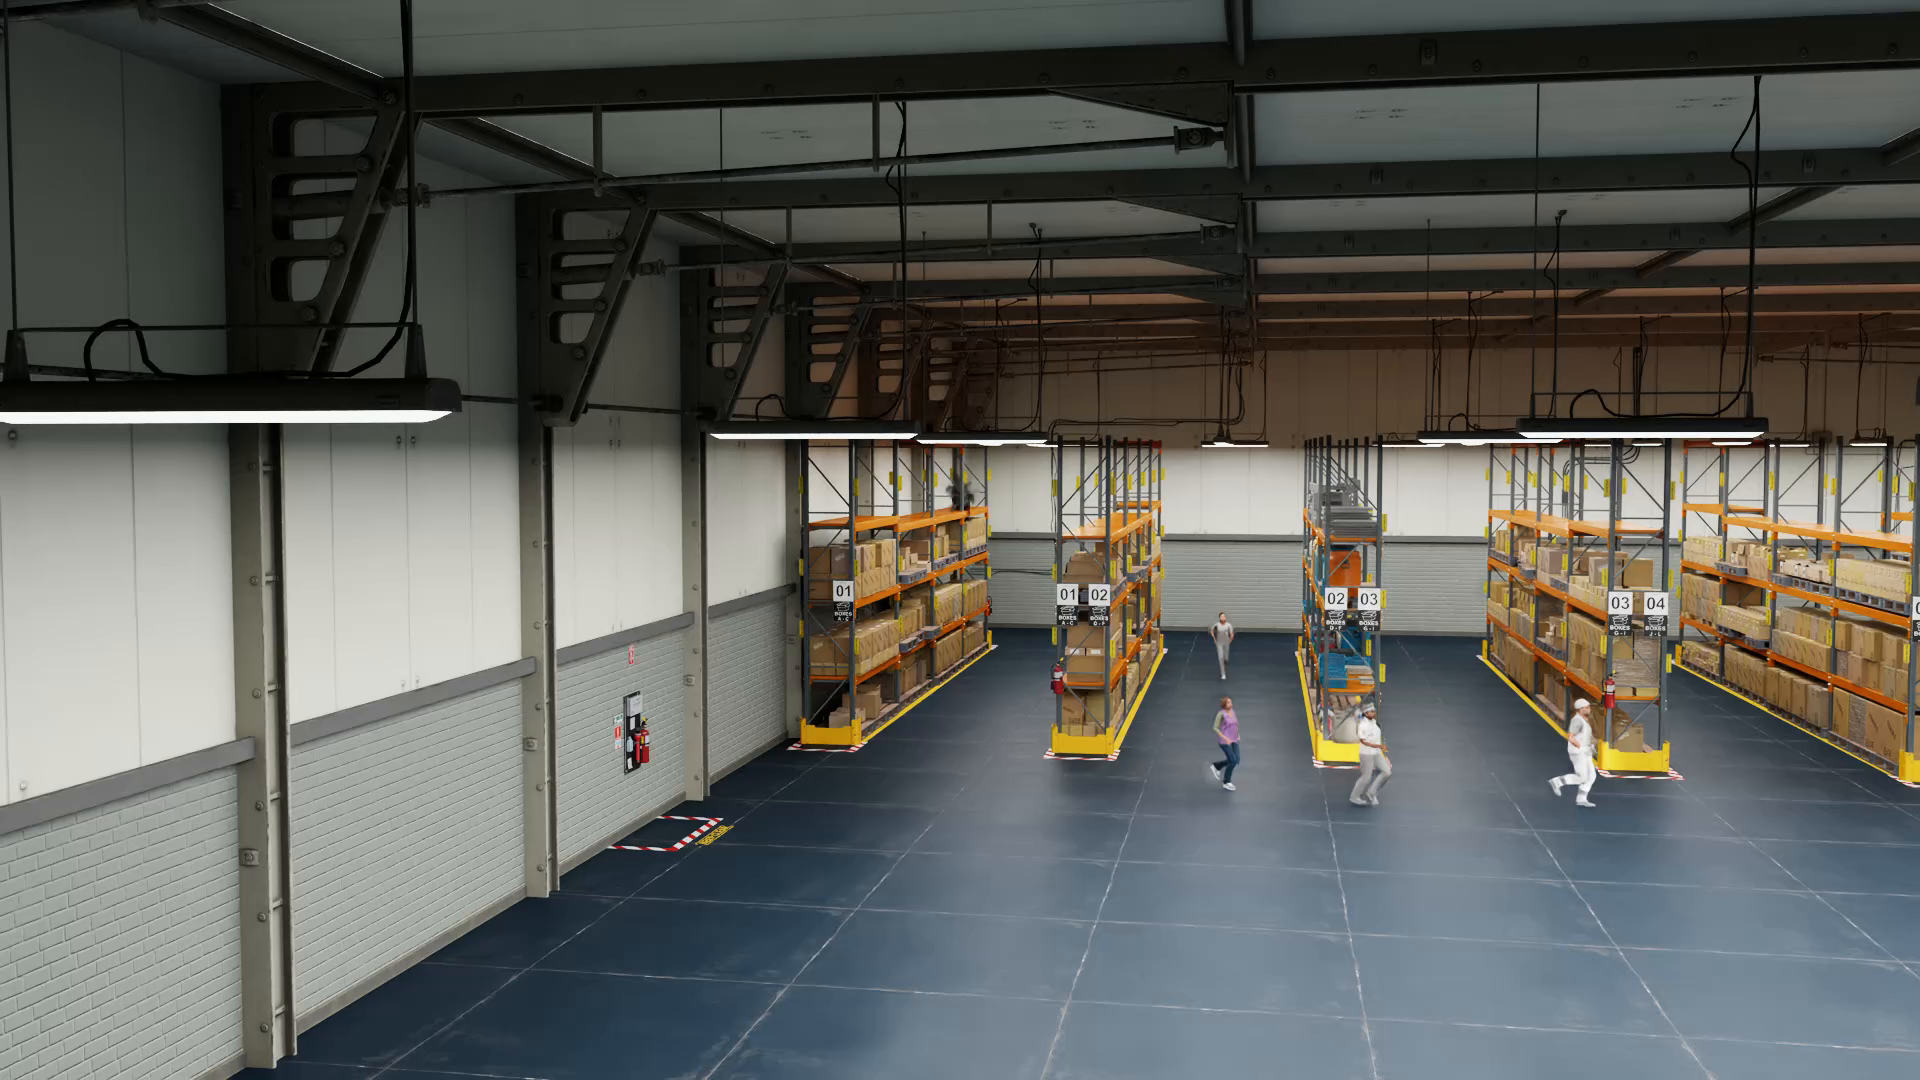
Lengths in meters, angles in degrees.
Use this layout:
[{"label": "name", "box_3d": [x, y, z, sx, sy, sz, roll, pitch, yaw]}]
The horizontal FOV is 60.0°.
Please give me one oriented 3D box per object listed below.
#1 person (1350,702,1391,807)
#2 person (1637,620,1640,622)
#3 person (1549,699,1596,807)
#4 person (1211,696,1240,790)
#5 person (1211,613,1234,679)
[{"label": "person", "box_3d": [6.601, 3.444, 26.724, 0.656, 1.694, 0.581, 3, 4, 42]}, {"label": "person", "box_3d": [17.851, 2.462, 44.222, 0.720, 1.792, 0.681, 2, 4, 37]}, {"label": "person", "box_3d": [9.884, 3.407, 26.755, 0.712, 1.738, 0.643, 2, 4, 35]}, {"label": "person", "box_3d": [4.477, 3.425, 28.196, 0.515, 1.570, 0.536, 3, 4, 45]}, {"label": "person", "box_3d": [6.599, 2.647, 41.898, 0.553, 1.656, 0.795, 0, 3, 3]}]
